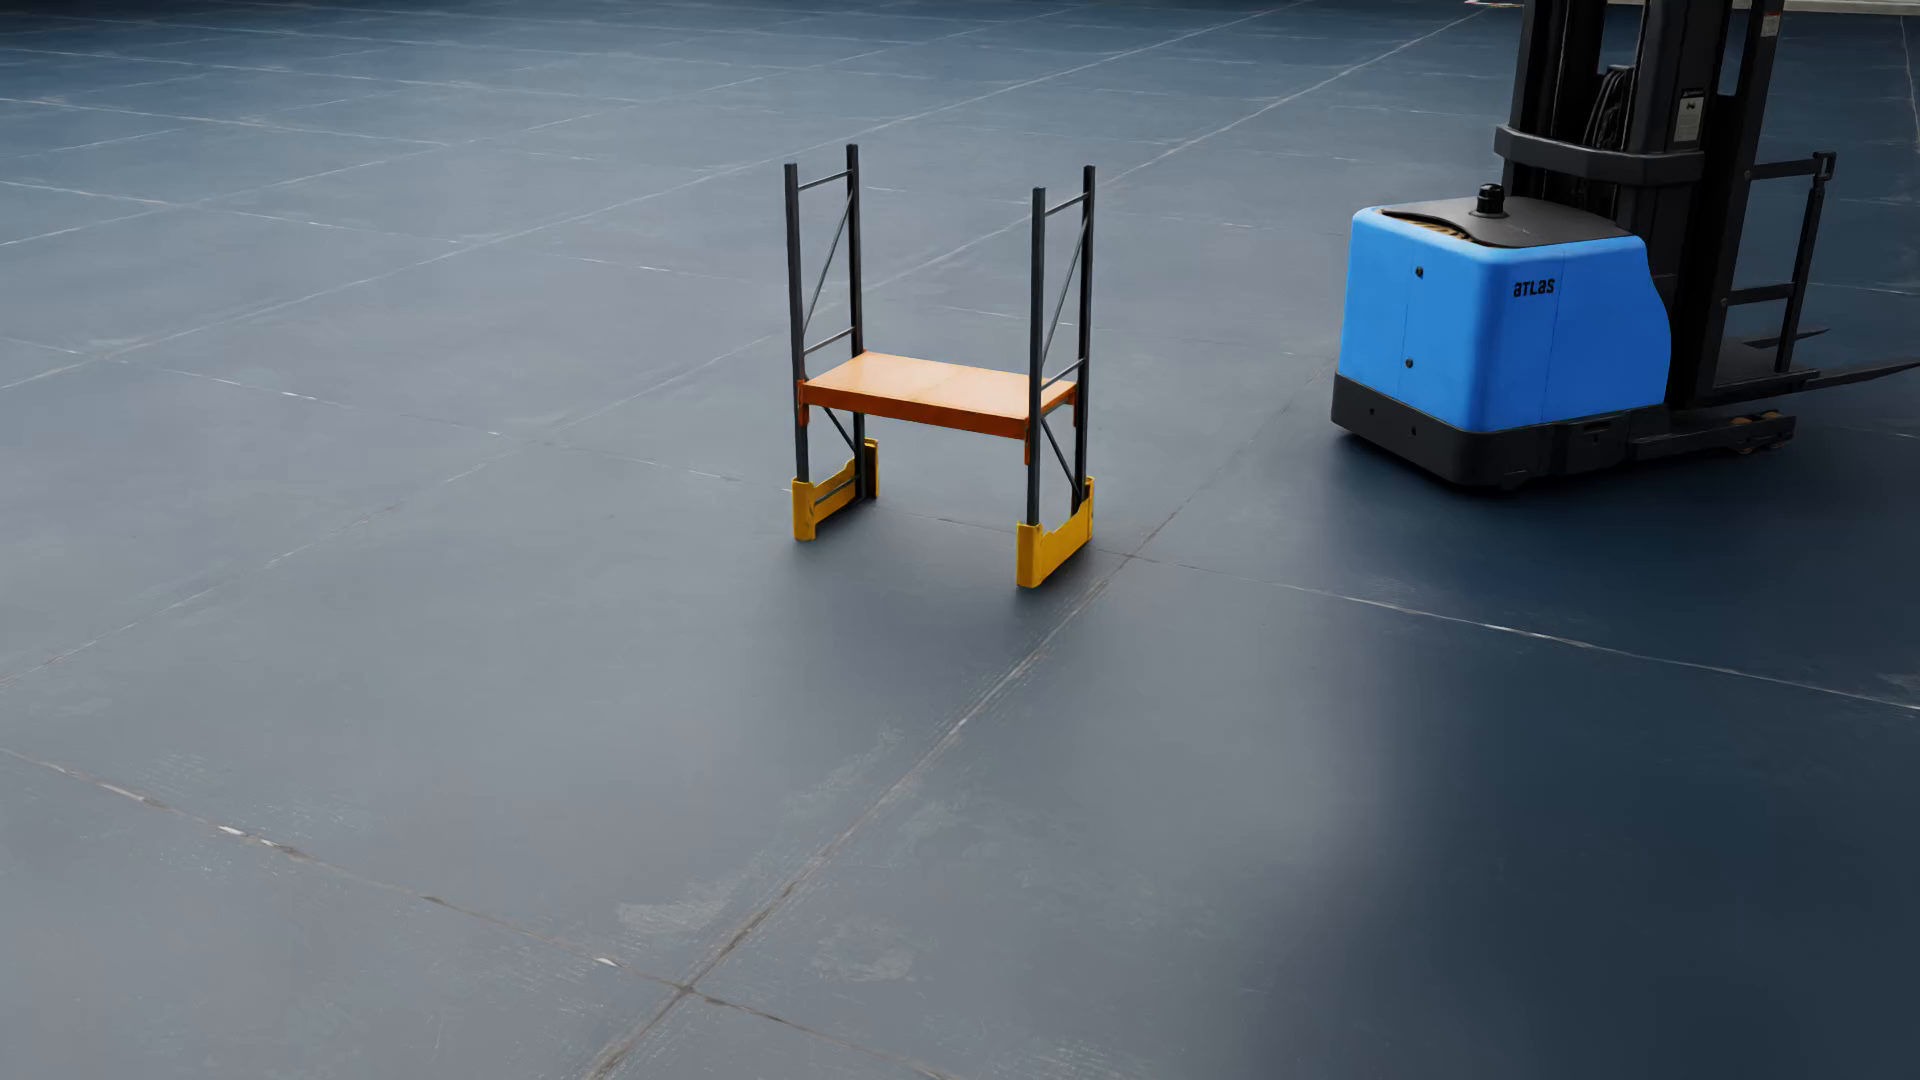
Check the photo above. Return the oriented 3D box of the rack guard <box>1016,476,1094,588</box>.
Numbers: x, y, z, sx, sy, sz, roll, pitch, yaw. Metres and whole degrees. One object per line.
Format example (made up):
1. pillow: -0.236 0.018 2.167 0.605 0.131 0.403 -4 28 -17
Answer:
1. rack guard: 0.376 -0.041 6.507 0.087 0.250 0.587 11 25 25

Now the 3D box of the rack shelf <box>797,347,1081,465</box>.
1. rack shelf: -0.076 -0.540 6.544 1.000 0.185 0.538 11 25 25

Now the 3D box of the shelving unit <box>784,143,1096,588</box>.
1. shelving unit: 6.752 0.508 3.238 16.366 1.800 0.587 11 25 25

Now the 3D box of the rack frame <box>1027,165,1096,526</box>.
1. rack frame: 0.378 -0.615 6.262 0.032 1.500 0.500 11 25 25

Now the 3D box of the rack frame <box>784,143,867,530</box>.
1. rack frame: 6.751 0.512 3.228 16.358 1.800 0.520 11 25 25

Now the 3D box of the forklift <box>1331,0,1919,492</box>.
1. forklift: 3.322 -1.922 7.506 3.031 2.935 1.130 -10 25 -22

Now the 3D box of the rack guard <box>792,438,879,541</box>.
1. rack guard: -0.512 -0.216 6.921 0.087 0.250 0.587 11 25 25
